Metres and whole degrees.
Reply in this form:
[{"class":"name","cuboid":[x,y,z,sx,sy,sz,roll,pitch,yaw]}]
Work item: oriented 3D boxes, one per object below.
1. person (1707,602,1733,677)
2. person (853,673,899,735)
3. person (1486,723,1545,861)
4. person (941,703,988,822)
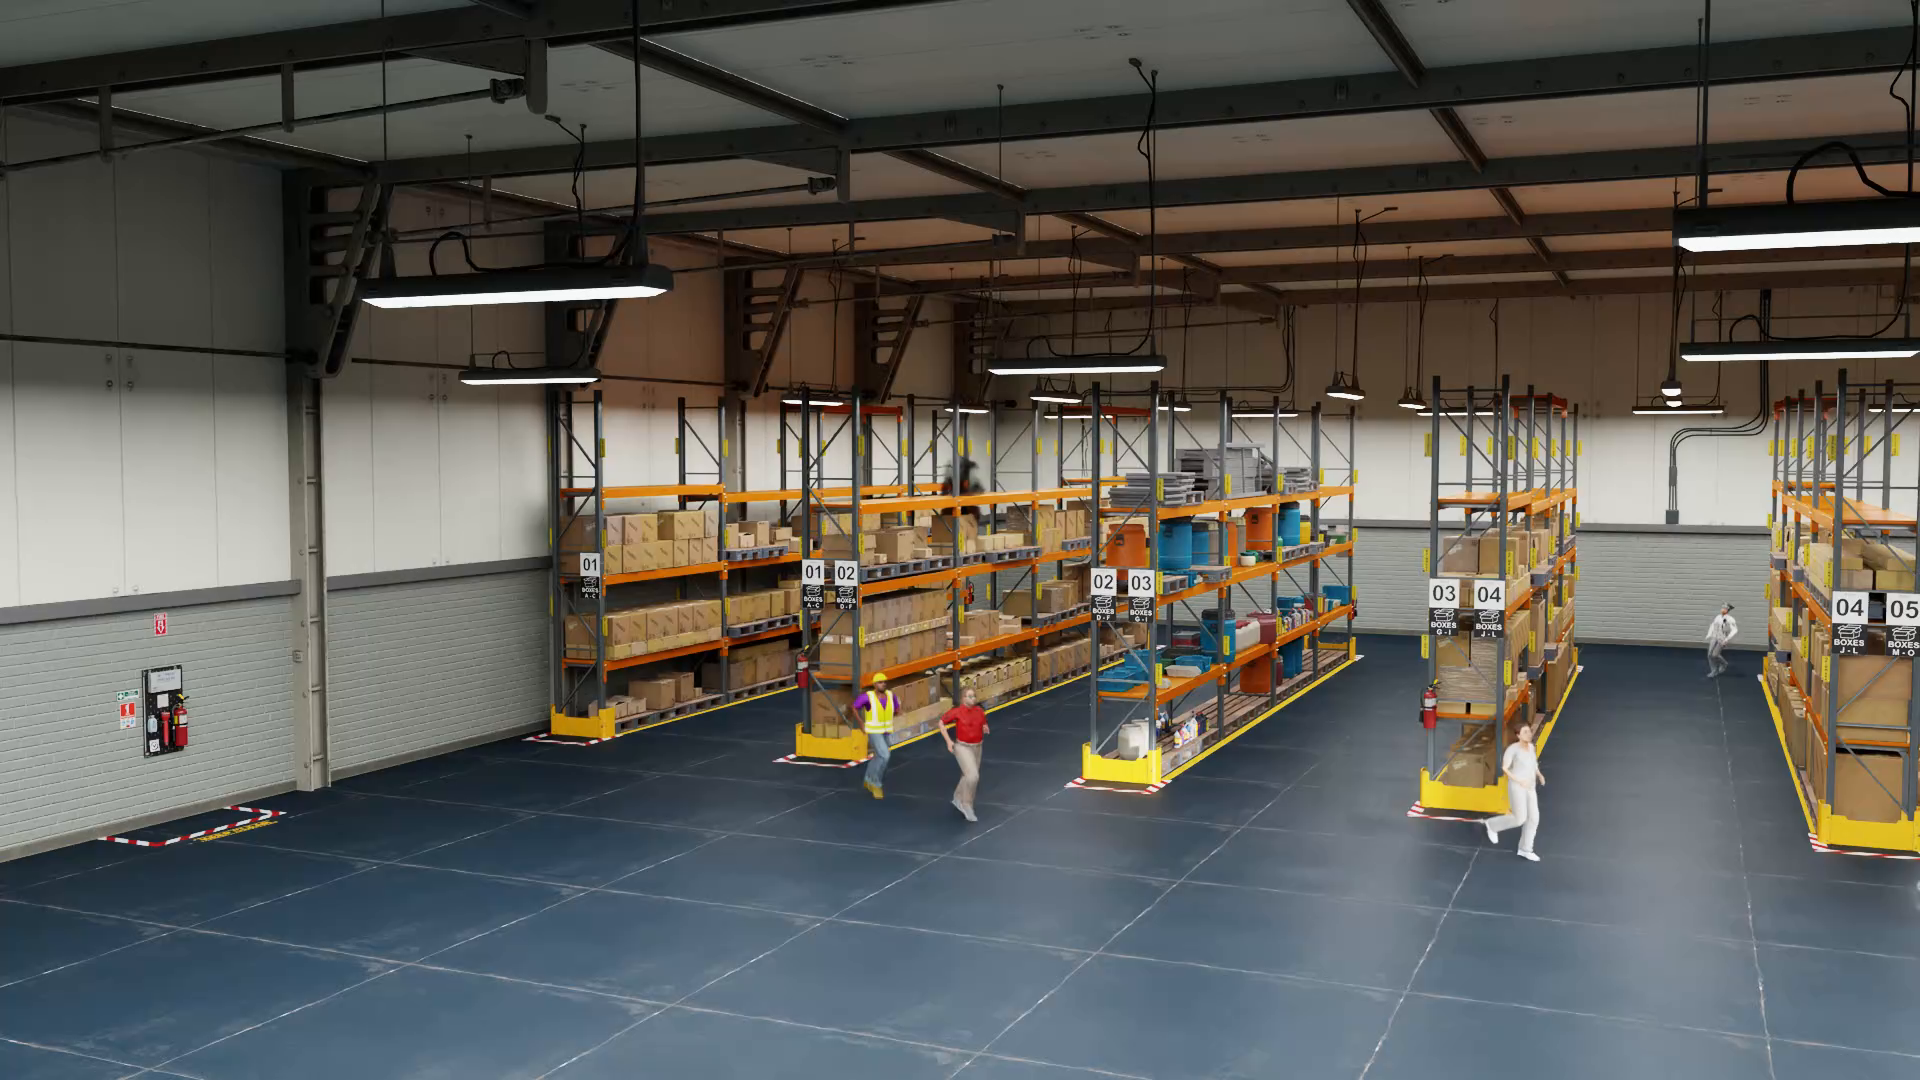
[{"class":"person","cuboid":[16.648,2.183,36.421,0.476,1.650,0.373,-1,3,-23]},{"class":"person","cuboid":[-1.174,2.349,23.981,0.642,0.893,0.463,-3,4,-40]},{"class":"person","cuboid":[6.875,3.062,20.474,0.572,1.654,0.734,-2,4,-29]},{"class":"person","cuboid":[0.081,3.022,22.601,0.611,1.565,0.658,-3,4,-44]}]
